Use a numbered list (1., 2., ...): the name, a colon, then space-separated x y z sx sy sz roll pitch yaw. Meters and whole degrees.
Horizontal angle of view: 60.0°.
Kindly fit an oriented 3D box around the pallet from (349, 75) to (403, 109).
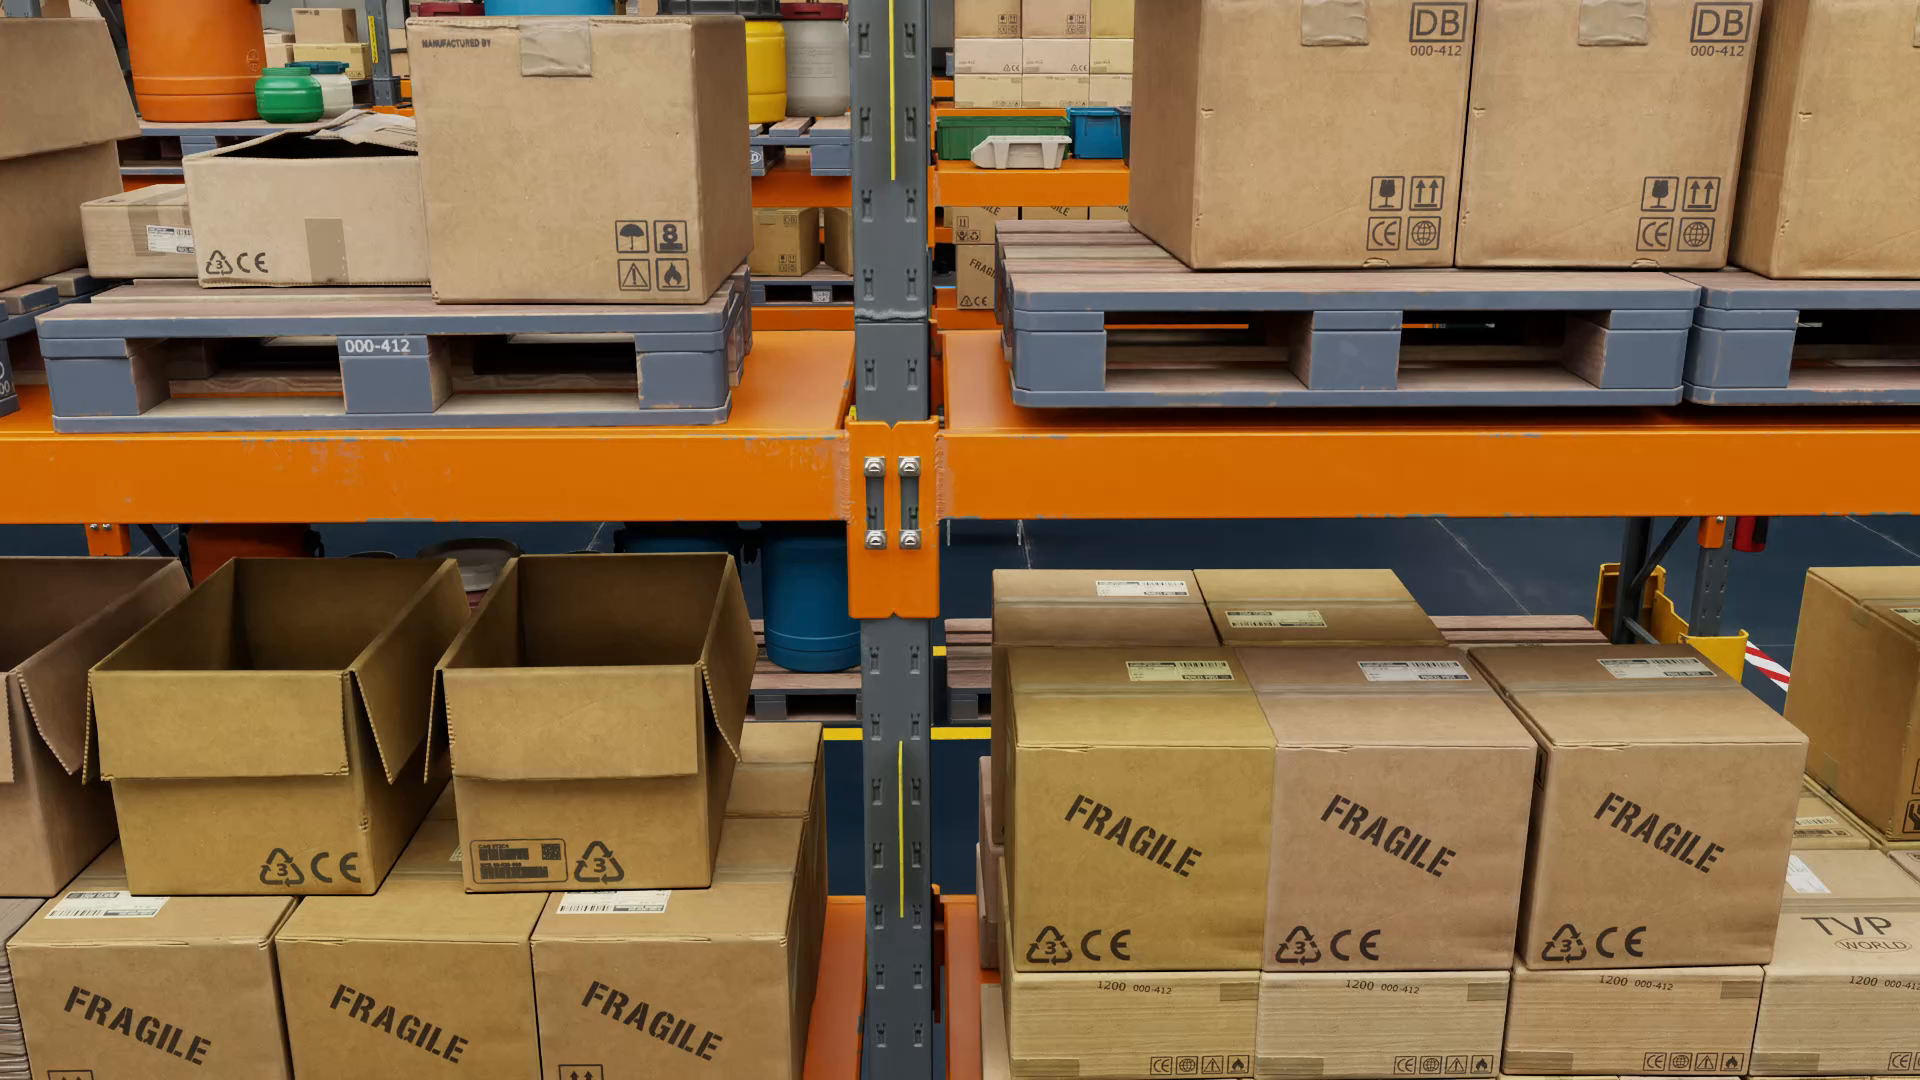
1. pallet: -4.959 -3.417 12.686 1.003 0.211 1.213 1 18 2

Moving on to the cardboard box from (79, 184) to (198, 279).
1. cardboard box: -1.621 -0.650 3.476 0.250 0.149 0.380 -1 18 -3

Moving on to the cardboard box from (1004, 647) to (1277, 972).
1. cardboard box: 0.353 0.546 3.466 0.500 0.500 0.500 0 18 -1

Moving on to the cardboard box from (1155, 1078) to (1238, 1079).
1. cardboard box: 0.434 1.116 3.570 0.250 0.149 0.380 -1 18 -3

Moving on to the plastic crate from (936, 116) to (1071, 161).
1. plastic crate: 0.211 -2.037 8.423 0.662 0.188 0.450 0 18 -1

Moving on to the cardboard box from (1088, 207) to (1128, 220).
1. cardboard box: 1.223 -2.573 12.858 0.500 0.500 0.500 -1 18 -2

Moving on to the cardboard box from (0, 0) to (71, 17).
1. cardboard box: -7.095 -4.004 12.539 0.500 0.500 0.500 1 18 4

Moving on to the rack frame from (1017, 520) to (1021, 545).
1. rack frame: 0.409 -0.573 11.370 0.015 1.200 0.240 0 18 -1

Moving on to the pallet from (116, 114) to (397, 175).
1. pallet: -3.441 -1.908 7.984 1.213 0.211 1.003 0 18 -1

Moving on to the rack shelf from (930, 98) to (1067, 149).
1. rack shelf: 1.718 -3.224 12.953 4.000 0.370 1.077 0 18 -1

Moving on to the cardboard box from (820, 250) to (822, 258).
1. cardboard box: -1.901 -2.769 18.102 0.750 0.750 0.750 0 18 1

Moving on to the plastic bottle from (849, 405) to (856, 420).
1. plastic bottle: -0.605 -0.689 8.865 0.185 0.351 0.144 0 18 -1

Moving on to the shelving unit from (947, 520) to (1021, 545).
1. shelving unit: 0.166 -0.572 11.367 0.503 1.200 0.258 0 18 -1

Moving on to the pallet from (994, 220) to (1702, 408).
1. pallet: 0.689 -0.489 3.397 1.213 0.211 1.003 0 18 -1

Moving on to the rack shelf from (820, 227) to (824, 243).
1. rack shelf: -2.364 -3.289 18.067 4.000 0.370 1.077 0 18 -1

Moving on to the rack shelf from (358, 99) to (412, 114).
1. rack shelf: -6.281 -3.185 12.833 4.000 0.370 1.077 0 18 -1

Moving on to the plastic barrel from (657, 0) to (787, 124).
1. plastic barrel: -1.117 -2.267 7.797 0.600 0.588 0.600 0 18 0

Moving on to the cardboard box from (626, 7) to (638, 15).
1. cardboard box: -3.351 -5.346 17.507 0.500 0.500 0.700 -1 18 -4

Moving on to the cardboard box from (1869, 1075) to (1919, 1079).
1. cardboard box: 1.991 1.107 3.596 0.250 0.149 0.380 0 18 0

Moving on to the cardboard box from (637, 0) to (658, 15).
1. cardboard box: -2.121 -3.865 12.758 0.600 0.600 0.600 -1 18 -3

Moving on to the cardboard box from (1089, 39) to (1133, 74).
1. cardboard box: 1.208 -3.651 12.536 0.500 0.250 0.500 0 18 -1

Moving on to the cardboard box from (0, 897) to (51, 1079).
1. cardboard box: -2.111 0.941 3.539 0.500 0.500 0.500 0 18 -1

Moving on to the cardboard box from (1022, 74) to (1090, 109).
1. cardboard box: 0.708 -3.413 12.611 0.500 0.250 0.500 0 18 -1

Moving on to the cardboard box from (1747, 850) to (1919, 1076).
1. cardboard box: 1.853 0.900 3.590 0.500 0.250 0.500 0 18 -1

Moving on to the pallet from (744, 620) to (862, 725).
1. pallet: -0.980 0.703 9.009 1.213 0.211 1.003 0 18 -1

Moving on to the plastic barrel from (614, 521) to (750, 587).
1. plastic barrel: -1.460 0.185 8.809 0.708 0.901 0.600 0 18 -1

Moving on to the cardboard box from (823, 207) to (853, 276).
1. cardboard box: -0.759 -2.442 13.398 0.500 0.500 0.700 -6 19 -19

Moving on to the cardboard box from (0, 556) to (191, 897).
1. cardboard box: -2.076 0.385 3.630 0.637 0.503 0.797 0 18 1

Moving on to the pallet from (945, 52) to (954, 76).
1. pallet: 0.454 -5.028 17.545 1.213 0.211 1.003 0 18 -1

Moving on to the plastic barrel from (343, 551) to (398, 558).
1. plastic barrel: -3.155 0.351 8.928 0.421 0.512 0.421 0 18 0

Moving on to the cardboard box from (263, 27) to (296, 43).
1. cardboard box: -7.199 -5.170 17.300 0.500 0.311 0.500 0 18 1

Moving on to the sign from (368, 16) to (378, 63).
1. sign: -4.281 -3.652 12.133 0.005 0.325 0.100 0 18 -1

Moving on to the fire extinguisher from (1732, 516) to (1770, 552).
1. fire extinguisher: 3.950 -0.282 8.254 0.183 0.674 0.296 0 18 -1

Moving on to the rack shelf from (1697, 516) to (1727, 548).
1. rack shelf: 1.792 -0.282 8.695 4.000 0.370 1.077 0 18 -1

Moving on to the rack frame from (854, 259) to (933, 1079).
1. rack frame: -0.129 0.897 3.839 0.127 3.000 1.000 0 18 -1

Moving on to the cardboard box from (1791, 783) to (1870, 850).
1. cardboard box: 1.842 0.738 4.096 0.500 0.250 0.500 -1 18 -2

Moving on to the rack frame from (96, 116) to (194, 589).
1. rack frame: -4.207 -0.596 8.495 0.127 3.000 1.000 0 18 -1

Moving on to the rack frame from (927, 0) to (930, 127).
1. rack frame: -0.208 -3.472 7.639 0.127 3.000 1.000 0 18 -1

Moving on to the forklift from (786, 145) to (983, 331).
1. forklift: -1.279 -2.858 15.657 3.031 2.935 1.130 0 18 1

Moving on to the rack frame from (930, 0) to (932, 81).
1. rack frame: -0.282 -4.985 12.355 0.127 3.000 1.000 0 18 -1

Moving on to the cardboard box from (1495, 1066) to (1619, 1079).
1. cardboard box: 1.216 1.111 3.584 0.250 0.149 0.380 -1 18 -2

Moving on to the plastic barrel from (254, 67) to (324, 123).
1. plastic barrel: -3.144 -2.085 7.793 0.294 0.245 0.294 0 18 0

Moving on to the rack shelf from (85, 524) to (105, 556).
1. rack shelf: -6.207 -0.244 8.575 4.000 0.370 1.077 0 18 -1

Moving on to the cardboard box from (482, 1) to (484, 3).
1. cardboard box: -3.335 -4.064 12.593 0.500 0.500 0.500 0 18 -1

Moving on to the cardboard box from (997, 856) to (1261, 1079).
1. cardboard box: 0.344 0.905 3.575 0.500 0.250 0.500 -1 18 -2

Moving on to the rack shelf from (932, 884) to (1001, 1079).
1. rack shelf: 1.870 1.230 3.979 4.000 0.370 1.077 0 18 -1

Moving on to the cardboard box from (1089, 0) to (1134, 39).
1. cardboard box: 1.205 -4.058 12.575 0.500 0.500 0.700 0 18 -1

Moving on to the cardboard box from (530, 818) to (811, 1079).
1. cardboard box: -0.593 0.935 3.557 0.500 0.500 0.500 0 18 -1

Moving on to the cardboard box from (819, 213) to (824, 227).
1. cardboard box: -1.473 -3.428 17.701 0.250 0.149 0.380 0 18 -1

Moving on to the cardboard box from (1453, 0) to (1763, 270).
1. cardboard box: 1.190 -0.849 3.359 0.500 0.500 0.700 1 18 2

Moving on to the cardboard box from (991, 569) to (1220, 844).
1. cardboard box: 0.326 0.386 3.964 0.500 0.500 0.500 0 18 1
